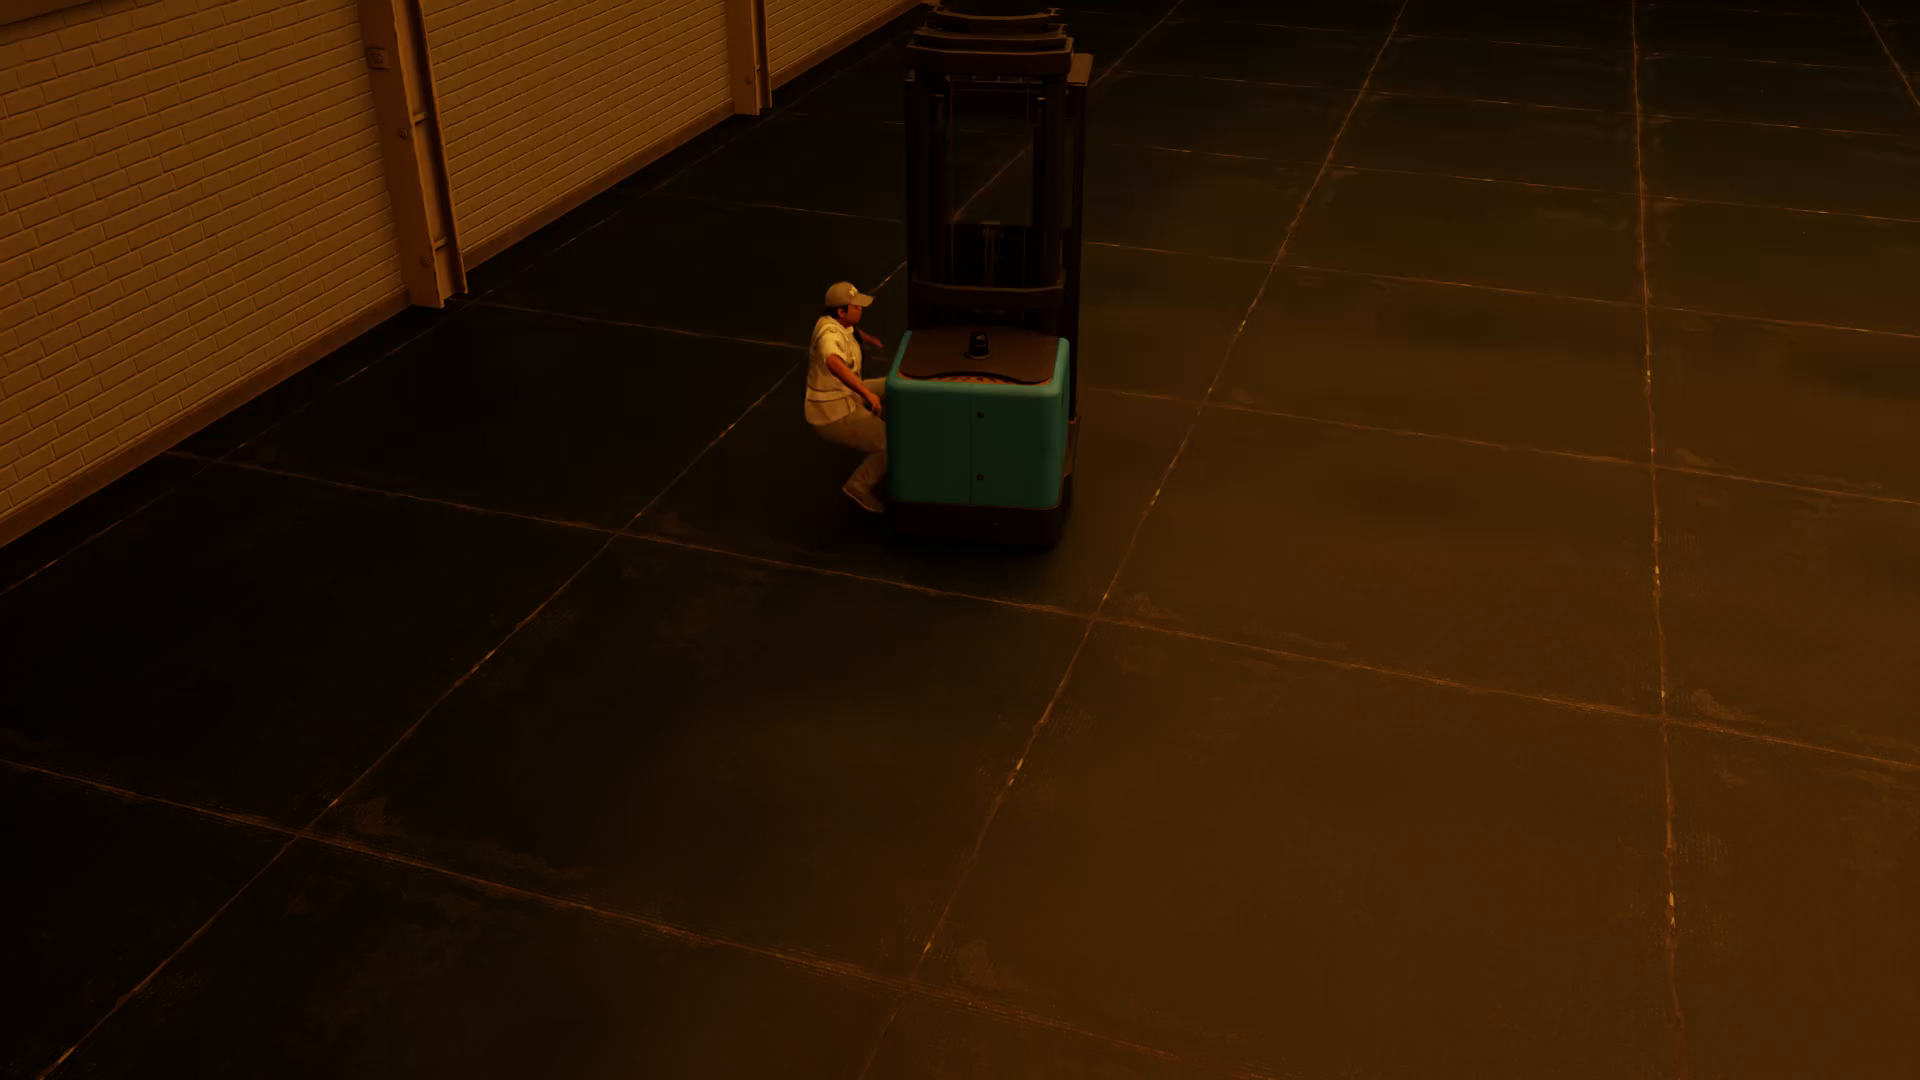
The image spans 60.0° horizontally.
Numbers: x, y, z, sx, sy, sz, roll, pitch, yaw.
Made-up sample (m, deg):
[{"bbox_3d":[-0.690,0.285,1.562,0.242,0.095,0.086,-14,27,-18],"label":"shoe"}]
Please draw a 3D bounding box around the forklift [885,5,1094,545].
[{"bbox_3d":[0.243,-1.951,10.559,1.130,2.935,3.031,3,30,6],"label":"forklift"}]

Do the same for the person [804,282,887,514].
[{"bbox_3d":[-0.533,-0.879,10.042,0.800,1.442,0.998,0,30,0],"label":"person"}]
